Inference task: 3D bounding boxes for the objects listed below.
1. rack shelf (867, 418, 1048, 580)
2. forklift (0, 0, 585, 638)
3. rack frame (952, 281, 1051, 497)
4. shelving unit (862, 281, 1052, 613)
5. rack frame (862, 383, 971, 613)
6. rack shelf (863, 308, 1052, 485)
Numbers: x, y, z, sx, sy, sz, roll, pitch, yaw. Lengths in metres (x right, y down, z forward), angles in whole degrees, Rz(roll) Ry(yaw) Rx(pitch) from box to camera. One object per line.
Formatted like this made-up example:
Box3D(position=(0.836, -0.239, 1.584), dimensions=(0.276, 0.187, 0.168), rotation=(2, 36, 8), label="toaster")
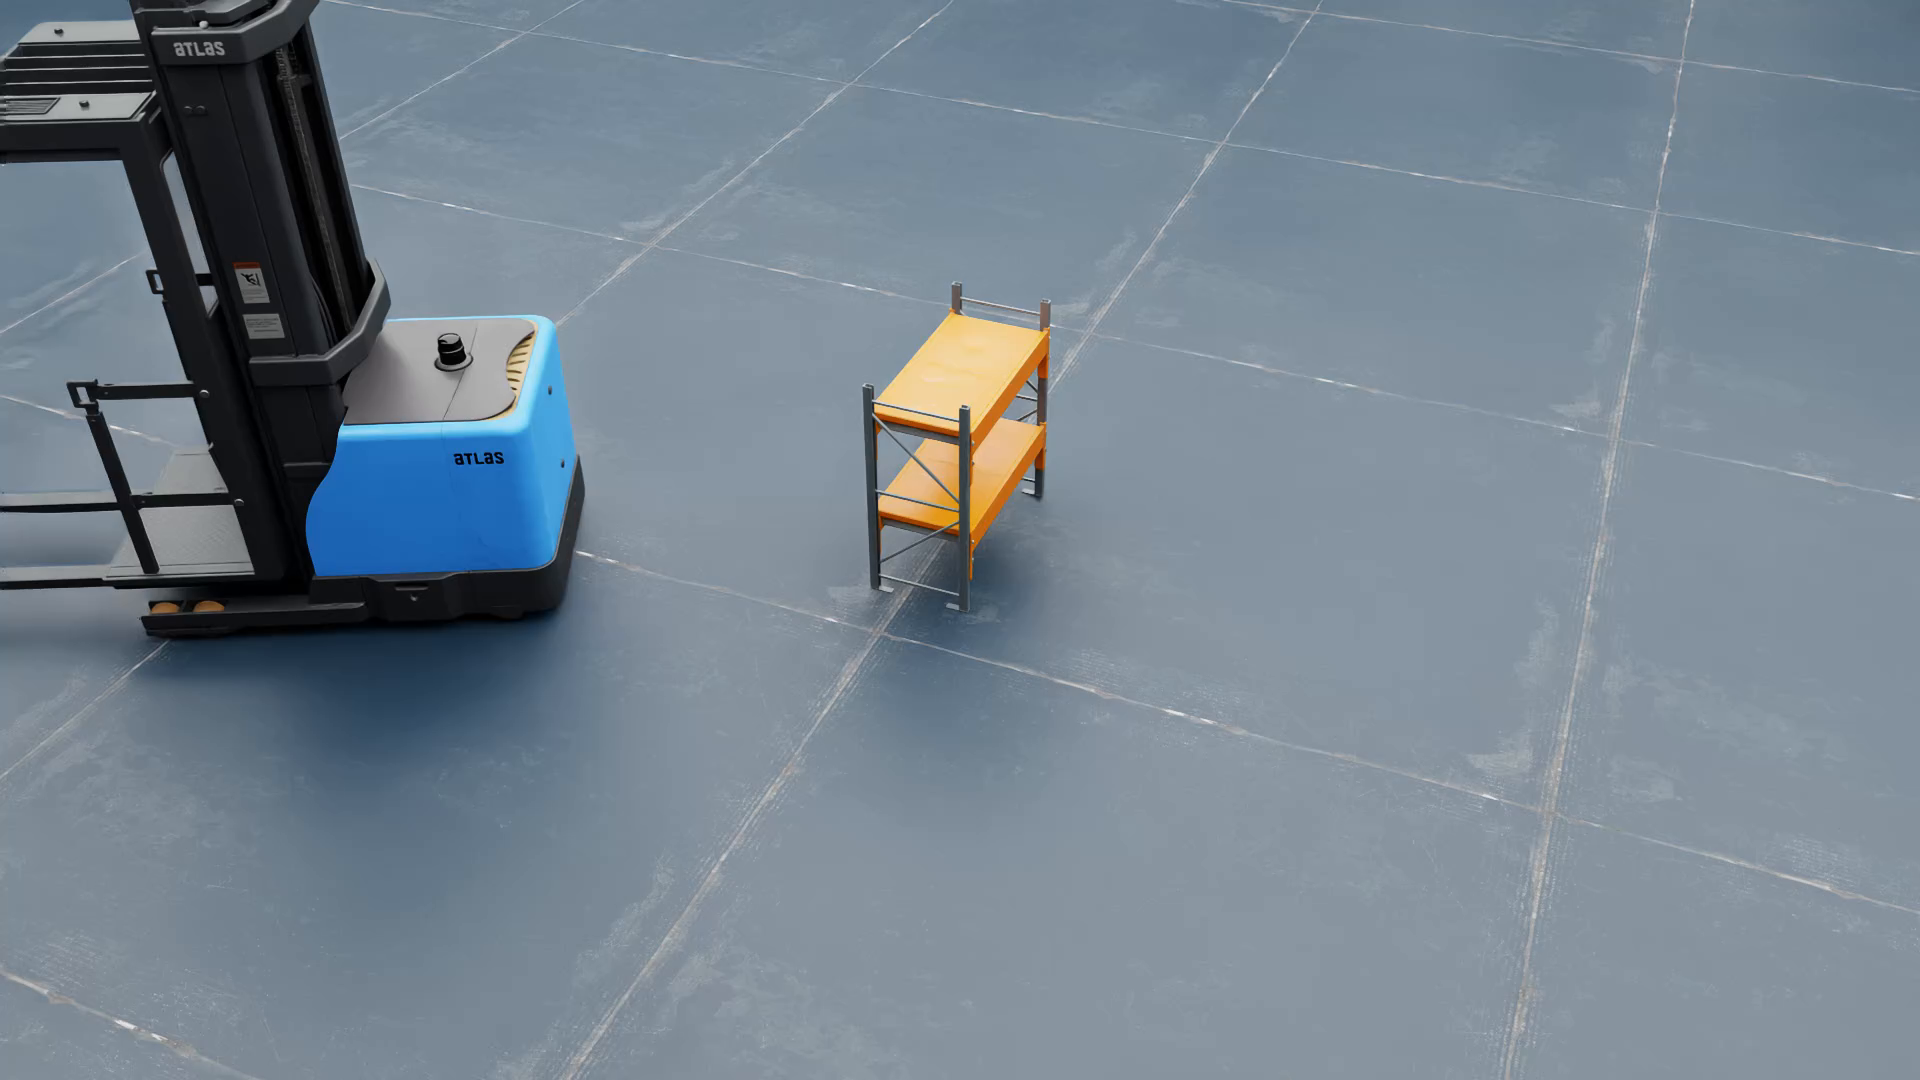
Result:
Box3D(position=(0.003, -0.258, 8.065), dimensions=(0.538, 0.278, 1.000), rotation=(14, 39, 18), label="rack shelf")
Box3D(position=(-3.391, -1.049, 7.205), dimensions=(3.031, 2.935, 1.130), rotation=(-2, 37, -3), label="forklift")
Box3D(position=(0.196, -0.736, 8.295), dimensions=(0.500, 1.125, 0.032), rotation=(14, 39, 18), label="rack frame")
Box3D(position=(0.003, -0.454, 7.918), dimensions=(0.538, 1.125, 1.048), rotation=(14, 39, 18), label="shelving unit")
Box3D(position=(-0.191, -0.173, 7.542), dimensions=(0.500, 1.125, 0.032), rotation=(14, 39, 18), label="rack frame")
Box3D(position=(0.003, -0.689, 7.743), dimensions=(0.538, 0.278, 1.000), rotation=(14, 39, 18), label="rack shelf")
